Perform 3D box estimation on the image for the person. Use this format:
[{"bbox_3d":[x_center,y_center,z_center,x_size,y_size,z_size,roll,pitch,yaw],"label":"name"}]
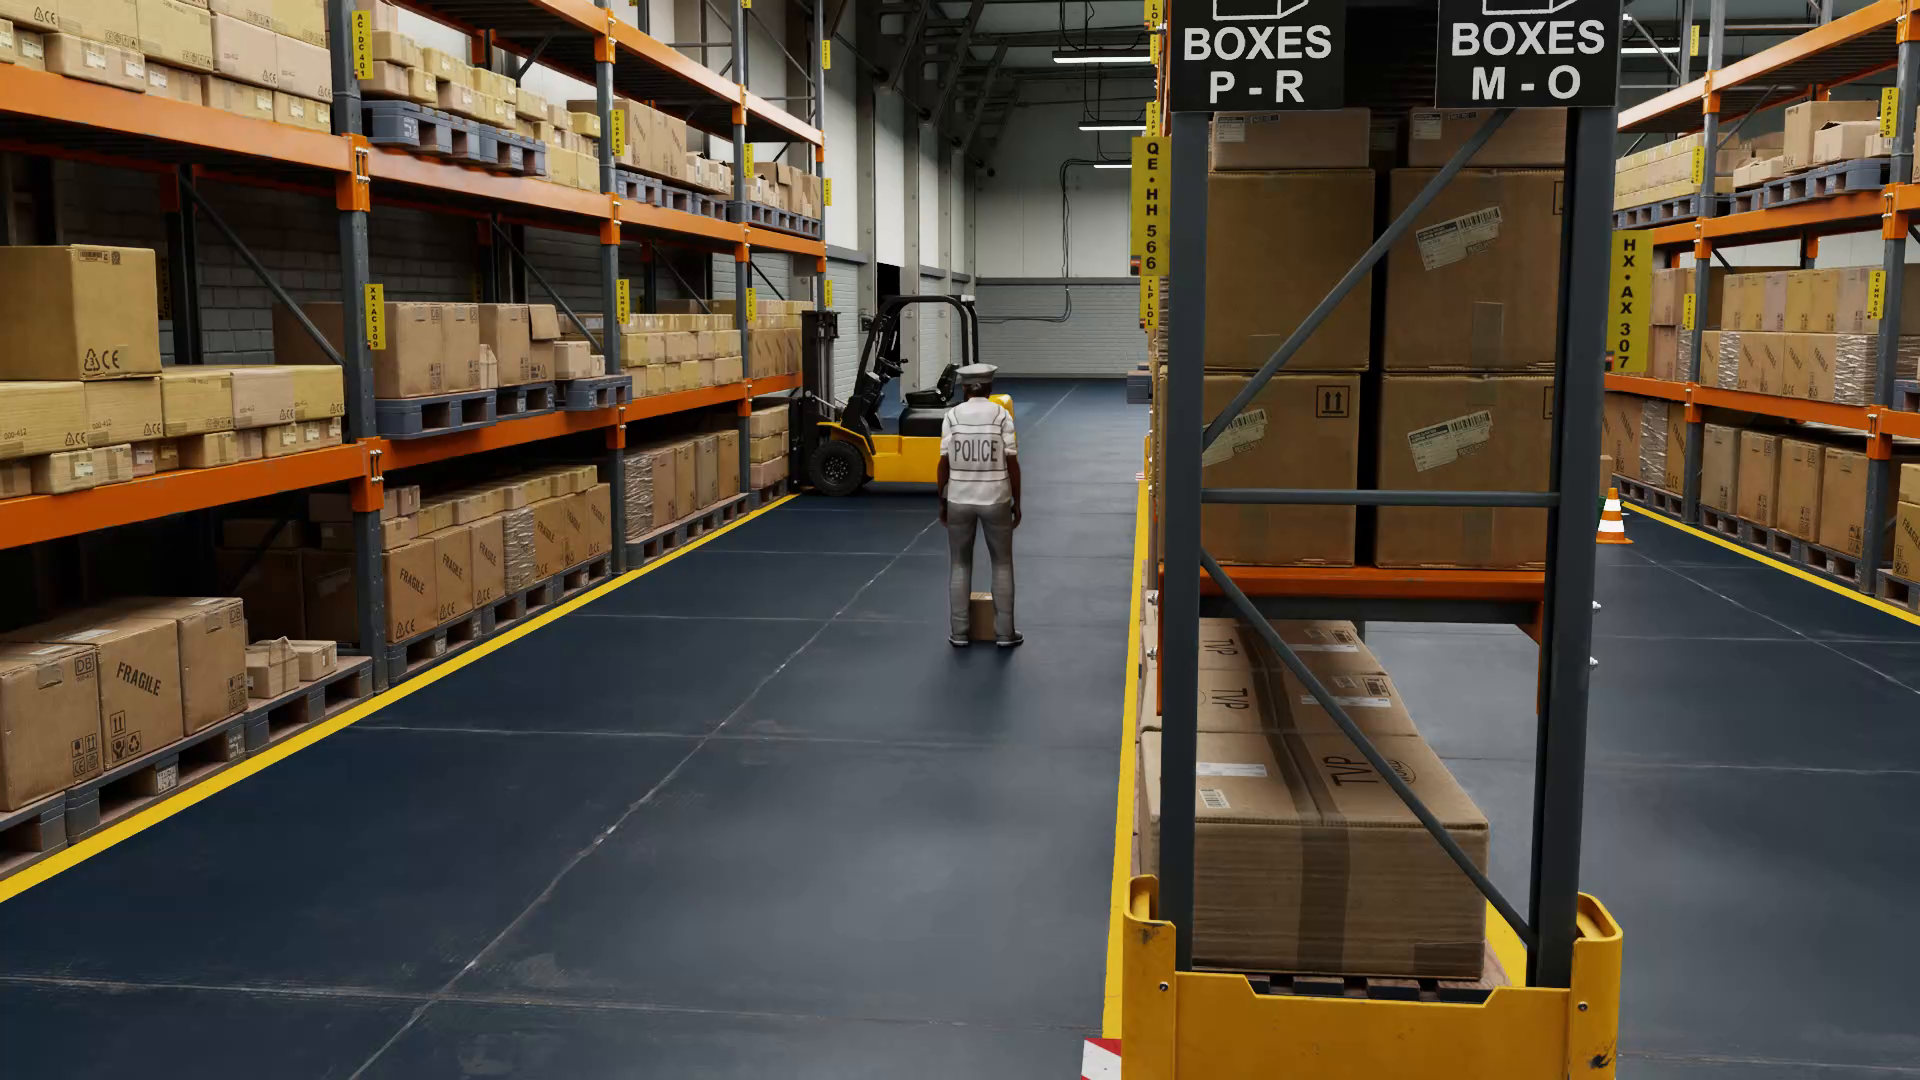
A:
[{"bbox_3d":[0.120,-0.202,9.793,0.505,1.659,0.393,1,8,7],"label":"person"}]
